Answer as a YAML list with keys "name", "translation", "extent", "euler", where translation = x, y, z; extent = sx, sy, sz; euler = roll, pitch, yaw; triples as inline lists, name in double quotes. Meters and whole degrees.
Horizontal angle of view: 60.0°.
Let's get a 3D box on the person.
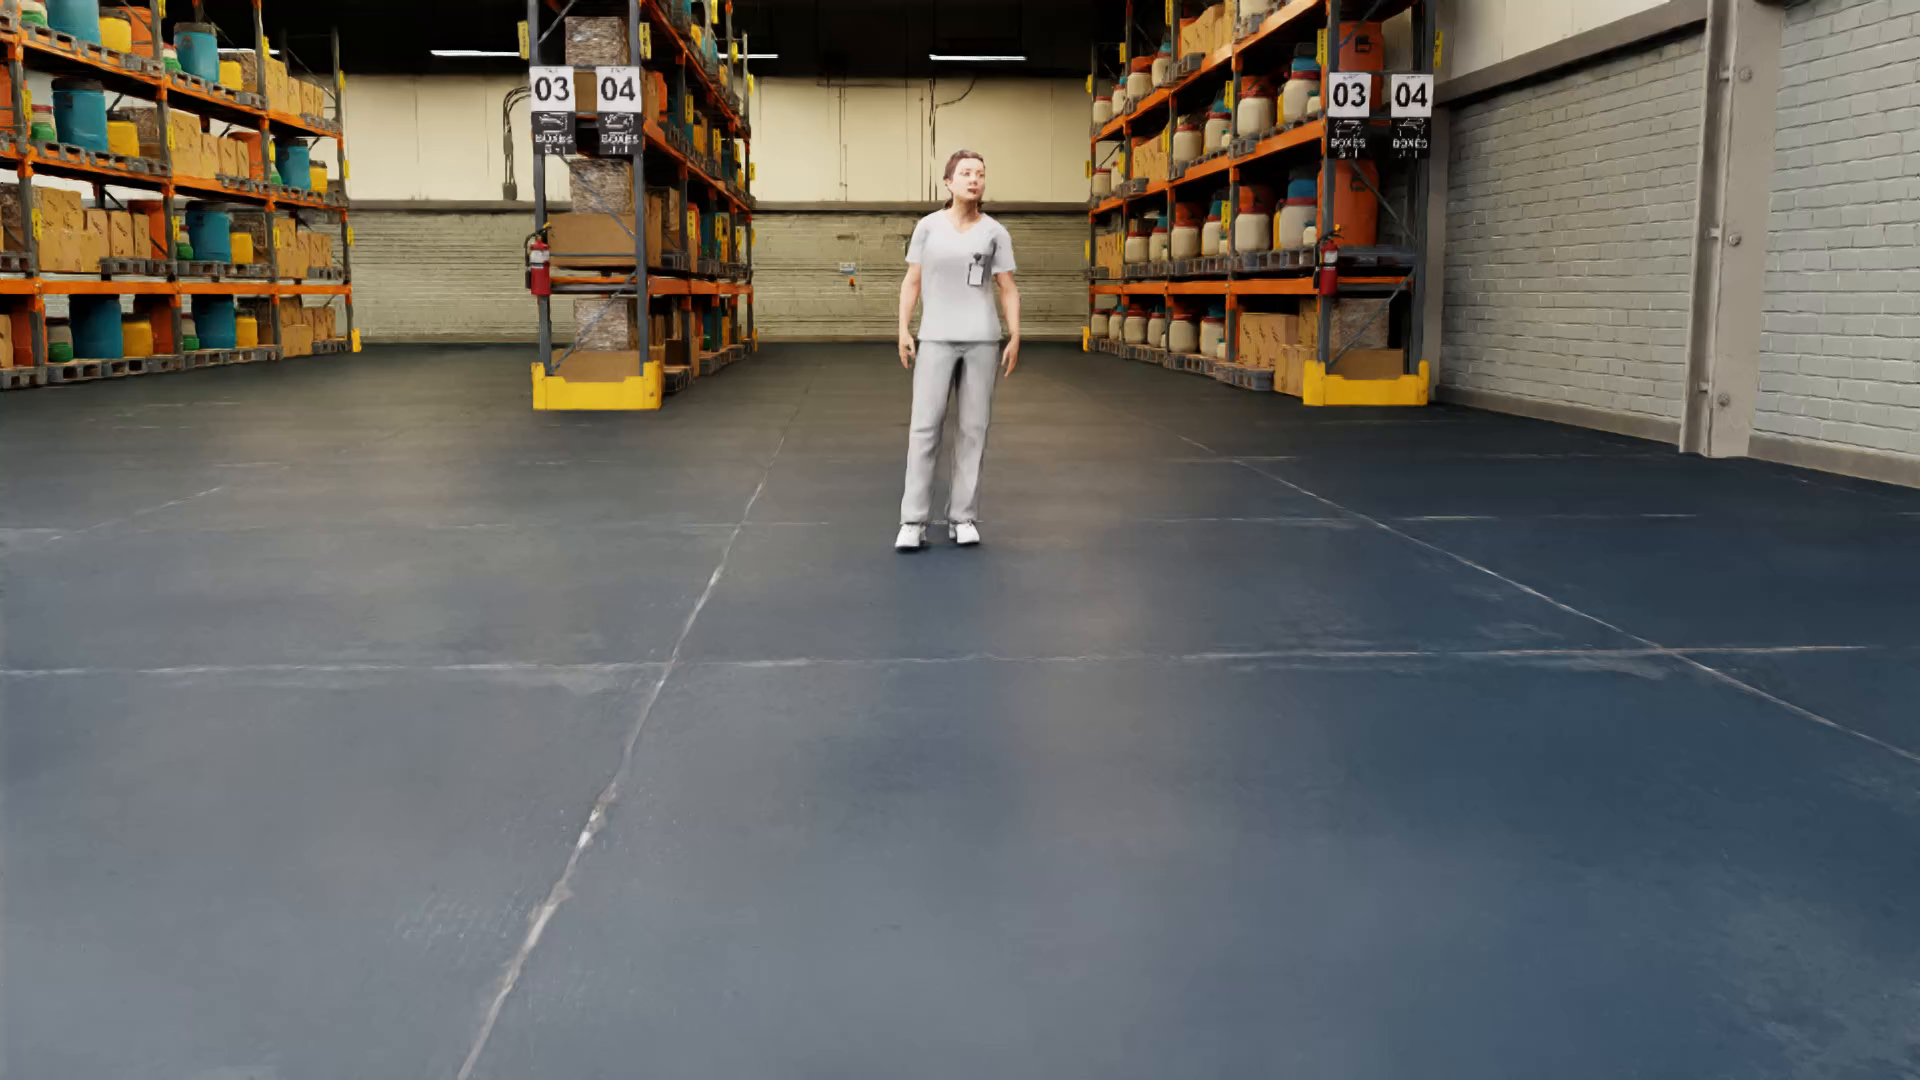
- name: "person"
  translation: [-0.009, -0.825, 7.112]
  extent: [0.550, 1.674, 0.548]
  euler: [-1, 8, -4]
